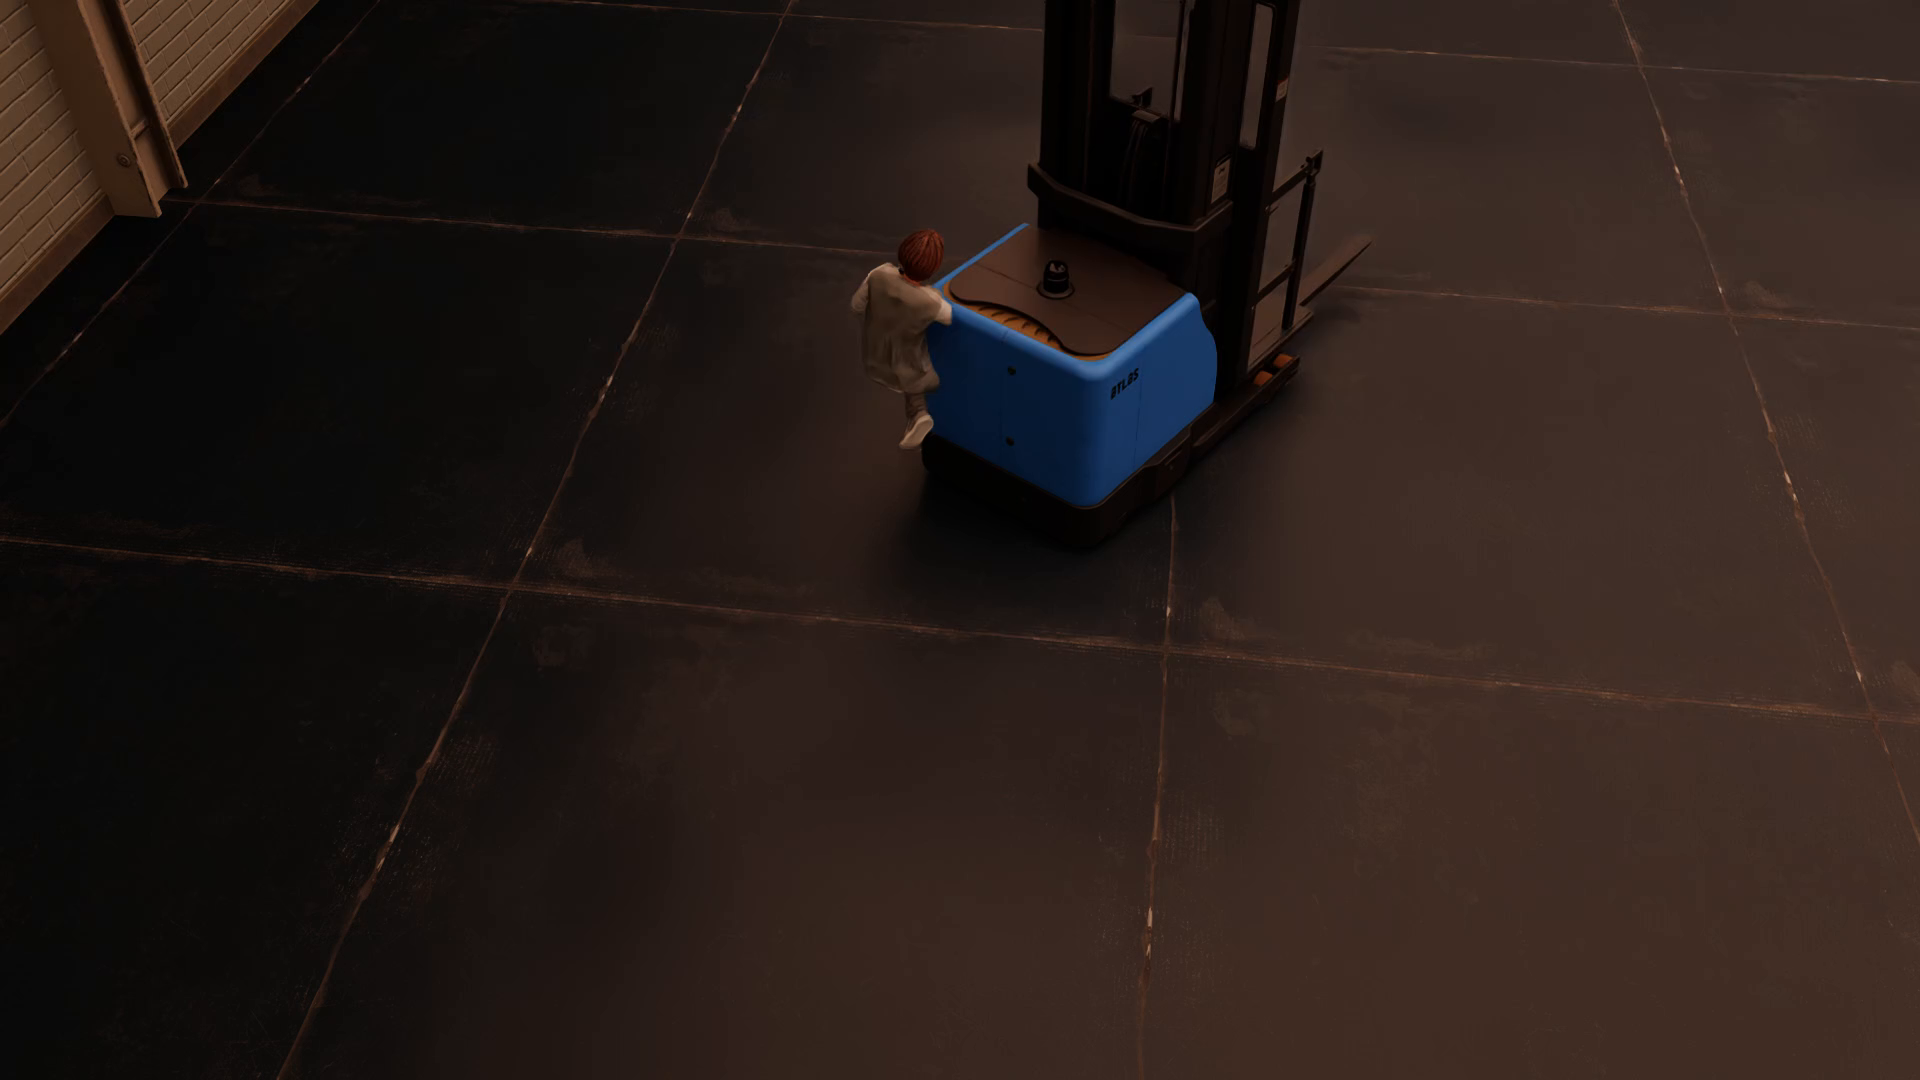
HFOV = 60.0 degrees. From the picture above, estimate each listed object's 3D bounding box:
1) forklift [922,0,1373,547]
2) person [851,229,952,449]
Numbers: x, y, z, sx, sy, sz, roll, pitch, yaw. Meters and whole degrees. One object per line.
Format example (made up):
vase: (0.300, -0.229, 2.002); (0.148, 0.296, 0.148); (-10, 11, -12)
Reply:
forklift: (1.132, -1.982, 7.882); (1.130, 2.935, 3.031); (29, 50, 28)
person: (-0.101, -0.921, 7.830); (0.694, 1.424, 0.662); (21, 47, 22)
